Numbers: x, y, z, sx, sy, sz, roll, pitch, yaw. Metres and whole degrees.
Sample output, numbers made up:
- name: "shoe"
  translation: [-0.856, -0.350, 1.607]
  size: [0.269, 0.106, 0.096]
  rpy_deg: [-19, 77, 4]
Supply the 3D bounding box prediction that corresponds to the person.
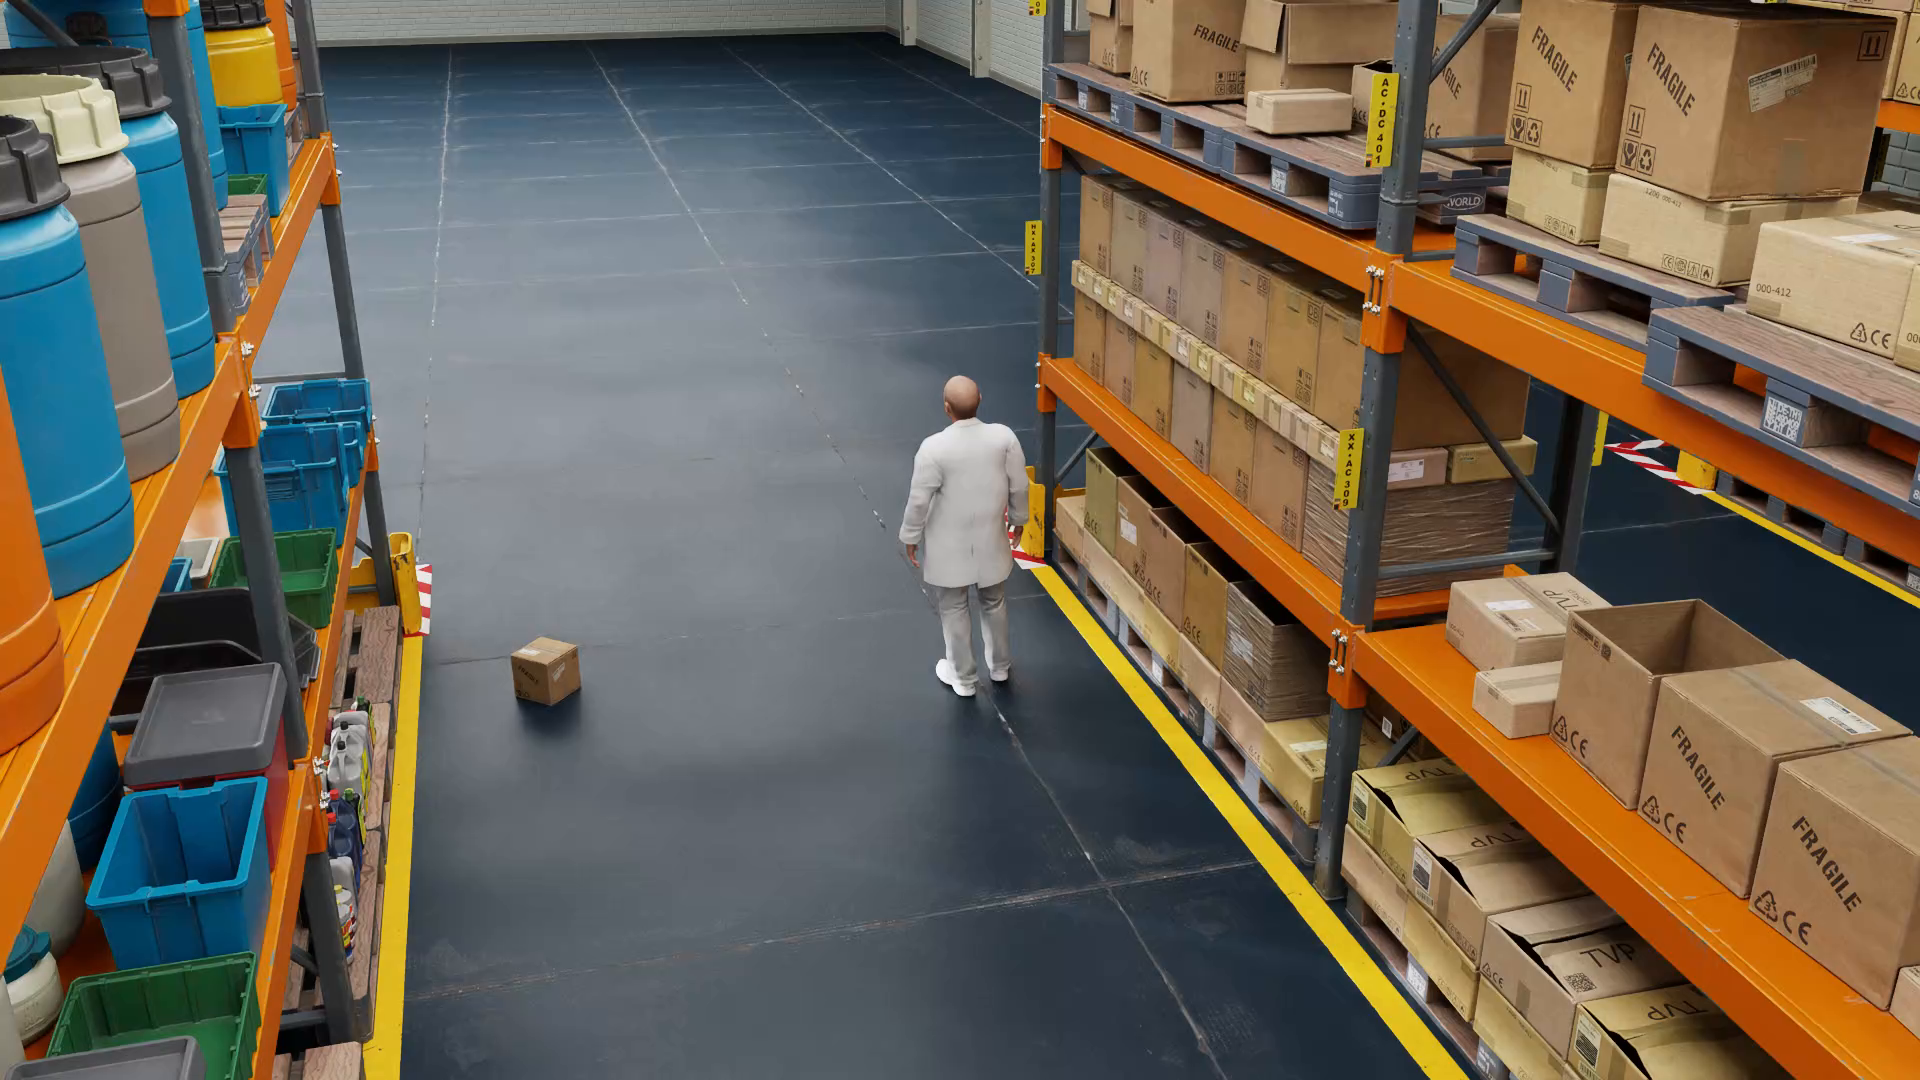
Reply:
- name: "person"
  translation: [0.006, -0.043, 8.710]
  size: [0.695, 1.763, 0.582]
  rpy_deg: [-6, 23, -14]
